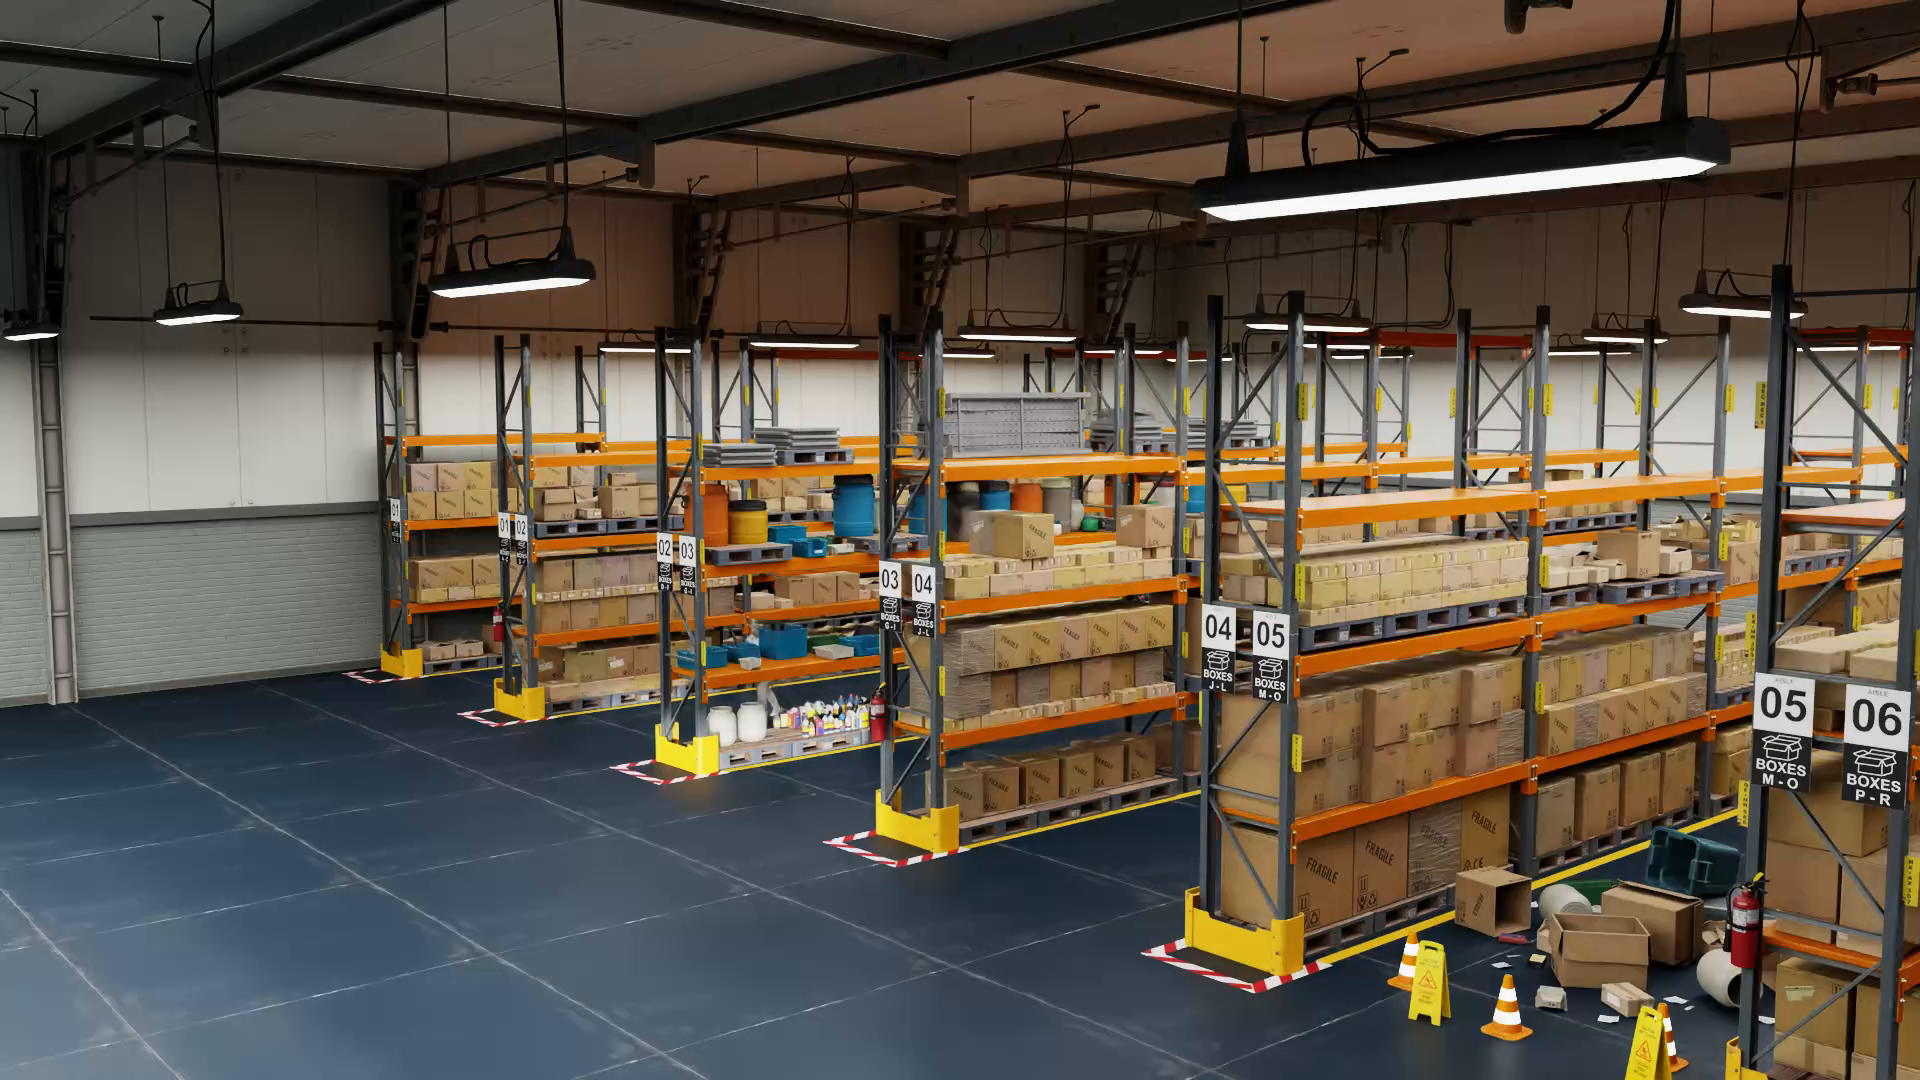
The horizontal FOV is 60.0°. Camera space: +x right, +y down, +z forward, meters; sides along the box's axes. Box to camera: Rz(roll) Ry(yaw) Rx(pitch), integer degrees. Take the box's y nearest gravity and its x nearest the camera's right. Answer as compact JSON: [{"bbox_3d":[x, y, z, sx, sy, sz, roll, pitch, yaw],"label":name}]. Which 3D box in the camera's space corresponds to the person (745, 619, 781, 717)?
[{"bbox_3d":[-3.015,2.007,25.664,0.599,1.663,0.940,3,6,28],"label":"person"}]

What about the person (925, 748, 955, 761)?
[{"bbox_3d":[-0.215,2.229,23.111,0.725,1.655,0.793,-3,6,-29],"label":"person"}]

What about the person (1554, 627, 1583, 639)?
[{"bbox_3d":[9.139,2.000,25.059,0.669,1.752,0.717,5,7,42],"label":"person"}]
